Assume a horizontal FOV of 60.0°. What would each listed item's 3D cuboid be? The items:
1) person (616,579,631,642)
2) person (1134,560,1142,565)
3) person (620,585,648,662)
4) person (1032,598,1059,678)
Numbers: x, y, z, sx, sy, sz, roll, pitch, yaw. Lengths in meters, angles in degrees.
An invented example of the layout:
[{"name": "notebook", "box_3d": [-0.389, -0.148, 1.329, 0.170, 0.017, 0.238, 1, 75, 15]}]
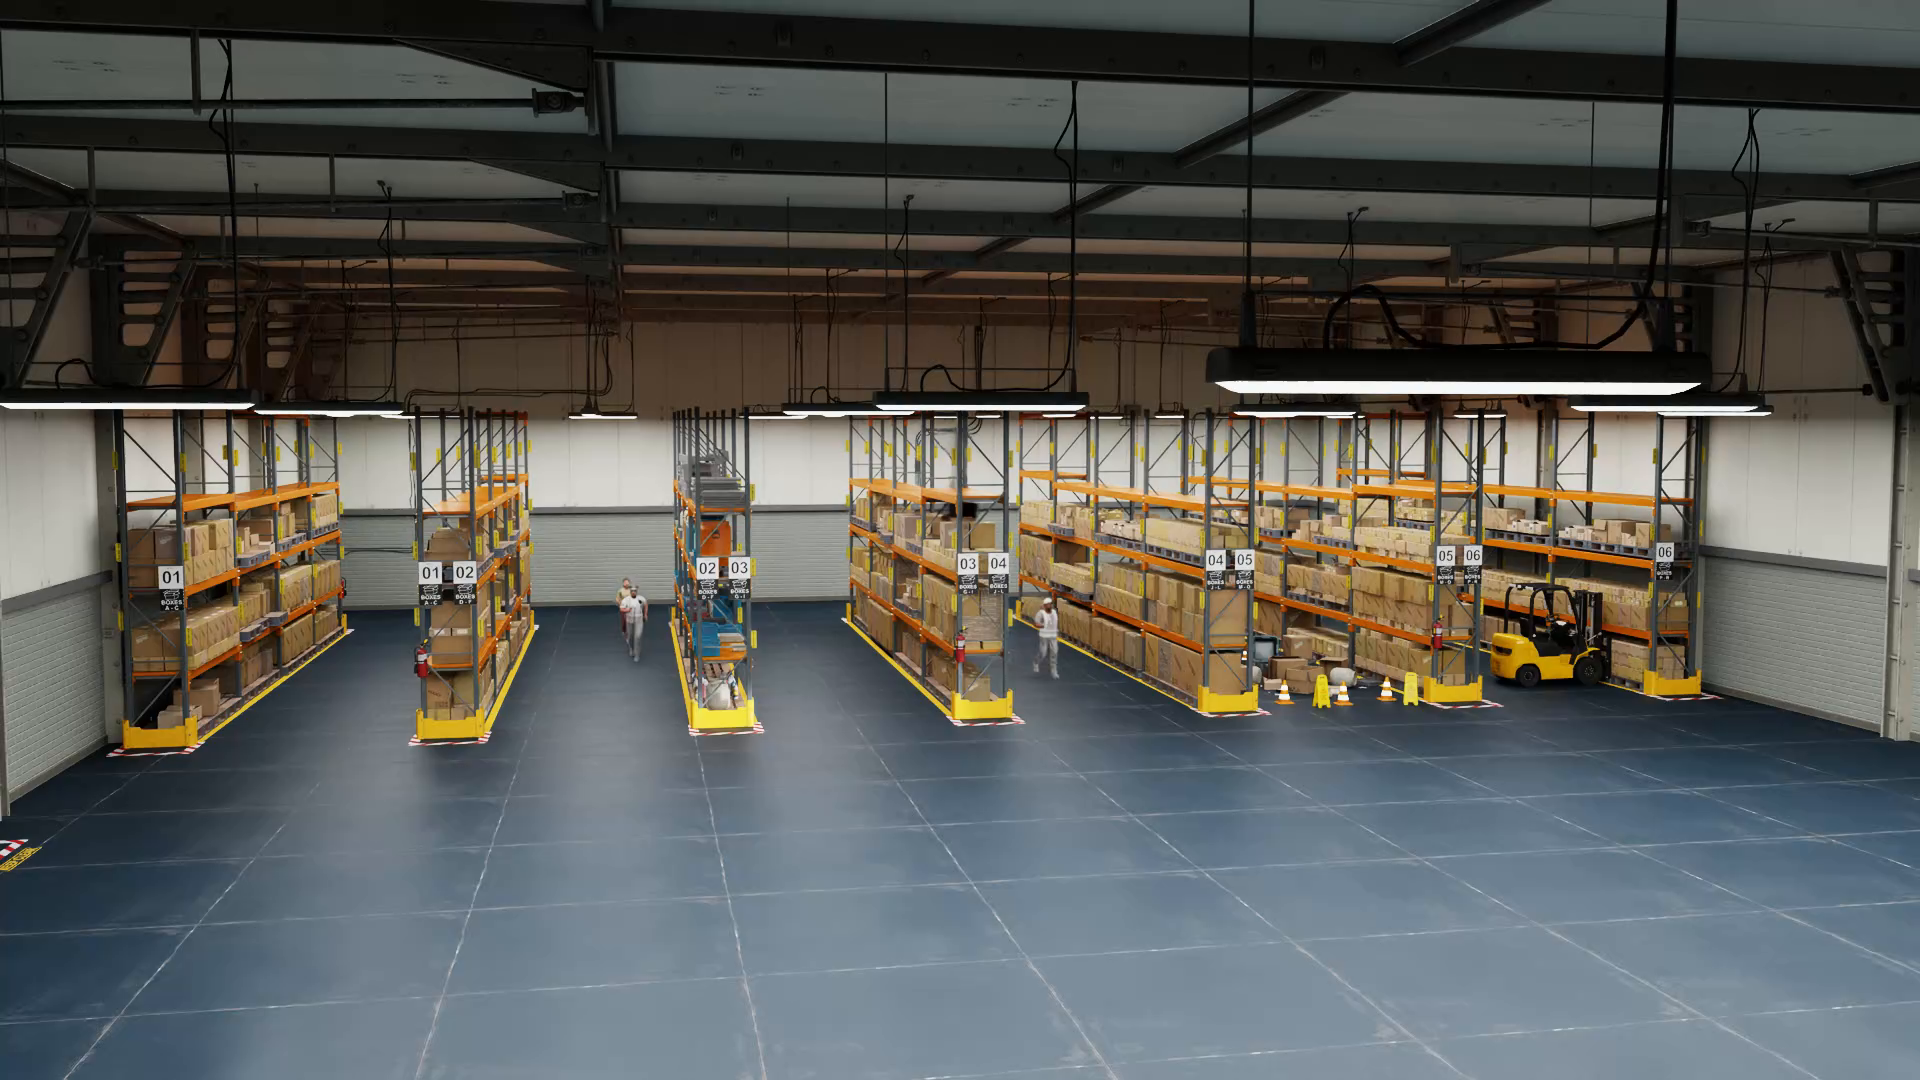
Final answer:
[{"name": "person", "box_3d": [-8.699, 1.815, 43.420, 0.566, 1.646, 0.875, -1, 4, -15]}, {"name": "person", "box_3d": [5.456, 1.196, 50.697, 0.961, 1.781, 0.670, 0, 4, -7]}, {"name": "person", "box_3d": [-7.849, 1.970, 40.042, 0.647, 1.802, 0.948, -1, 4, -9]}, {"name": "person", "box_3d": [1.941, 2.168, 37.153, 0.704, 1.767, 0.943, -2, 5, -29]}]
